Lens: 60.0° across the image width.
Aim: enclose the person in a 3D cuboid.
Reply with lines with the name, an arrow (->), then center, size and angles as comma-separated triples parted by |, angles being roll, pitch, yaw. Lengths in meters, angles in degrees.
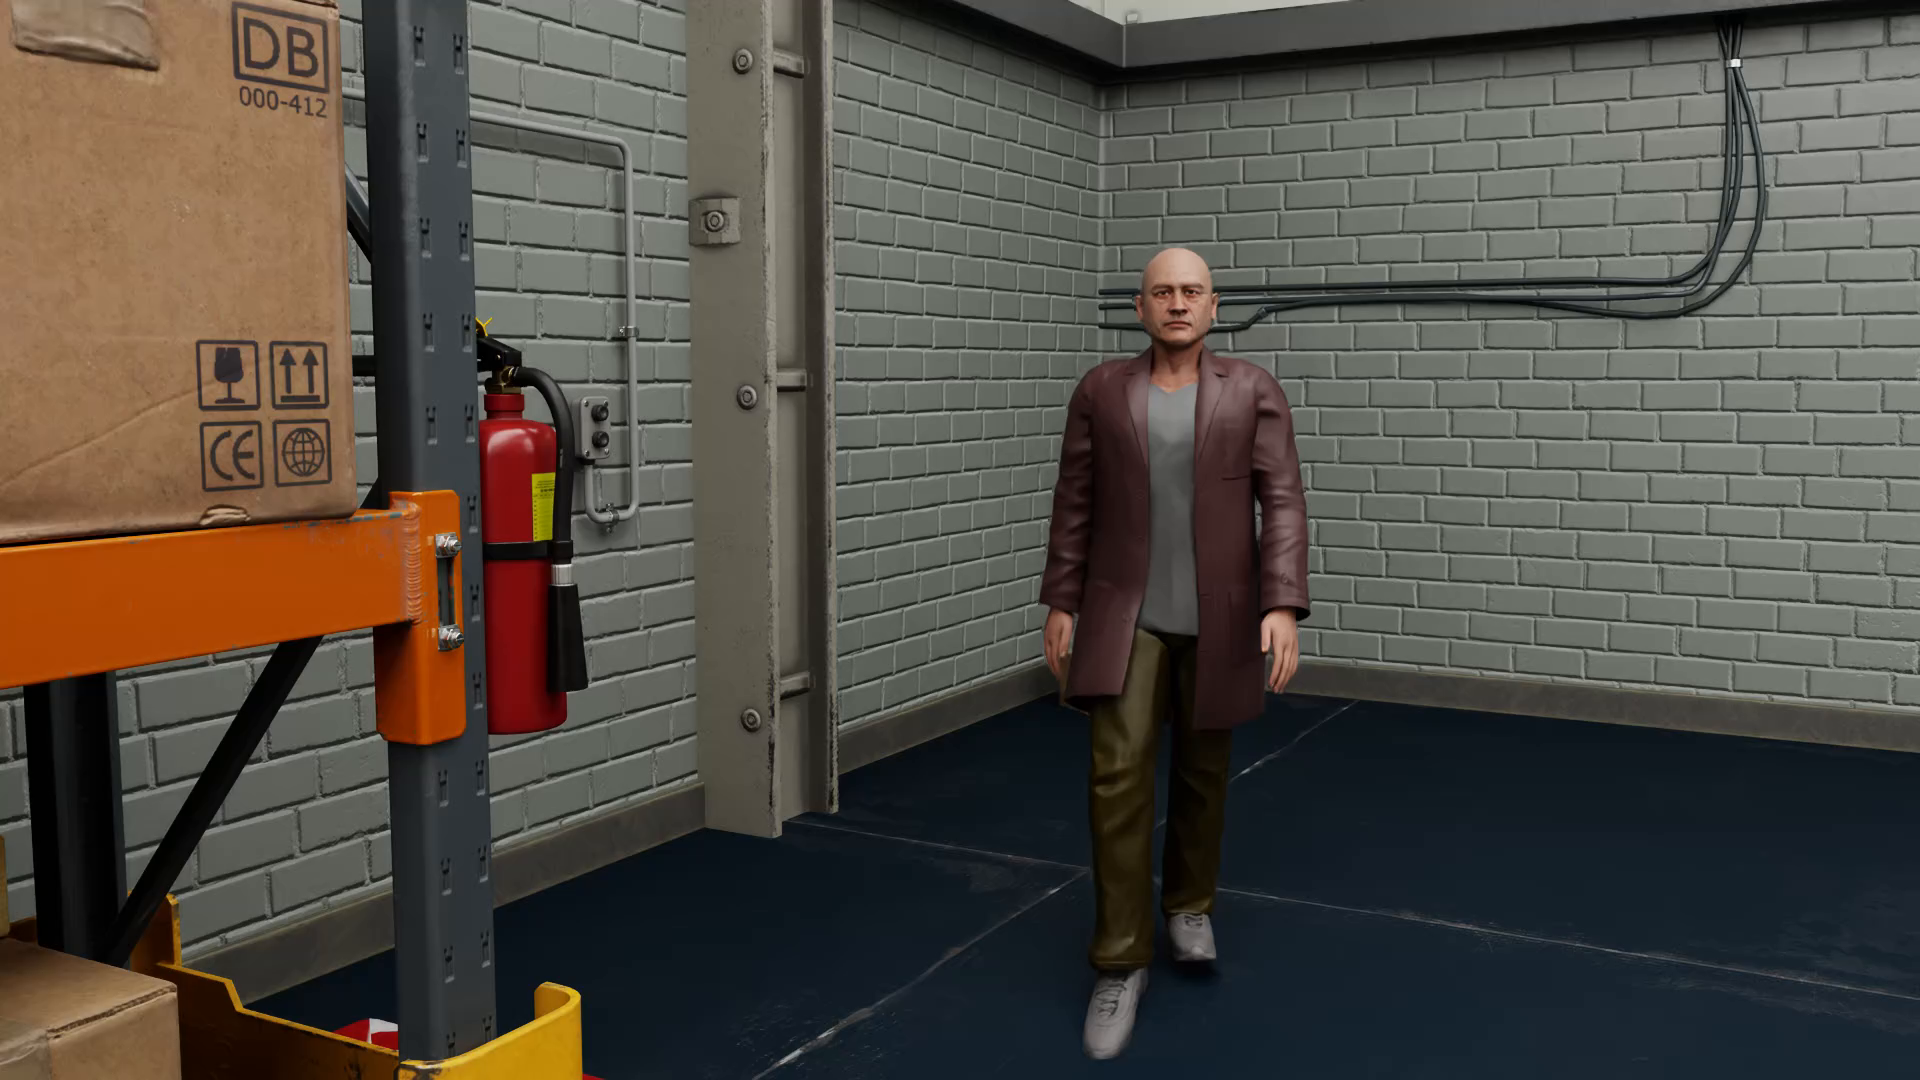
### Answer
person -> 0.495, 0.219, 3.945 | 0.644, 1.810, 0.839 | 1, 6, 7
